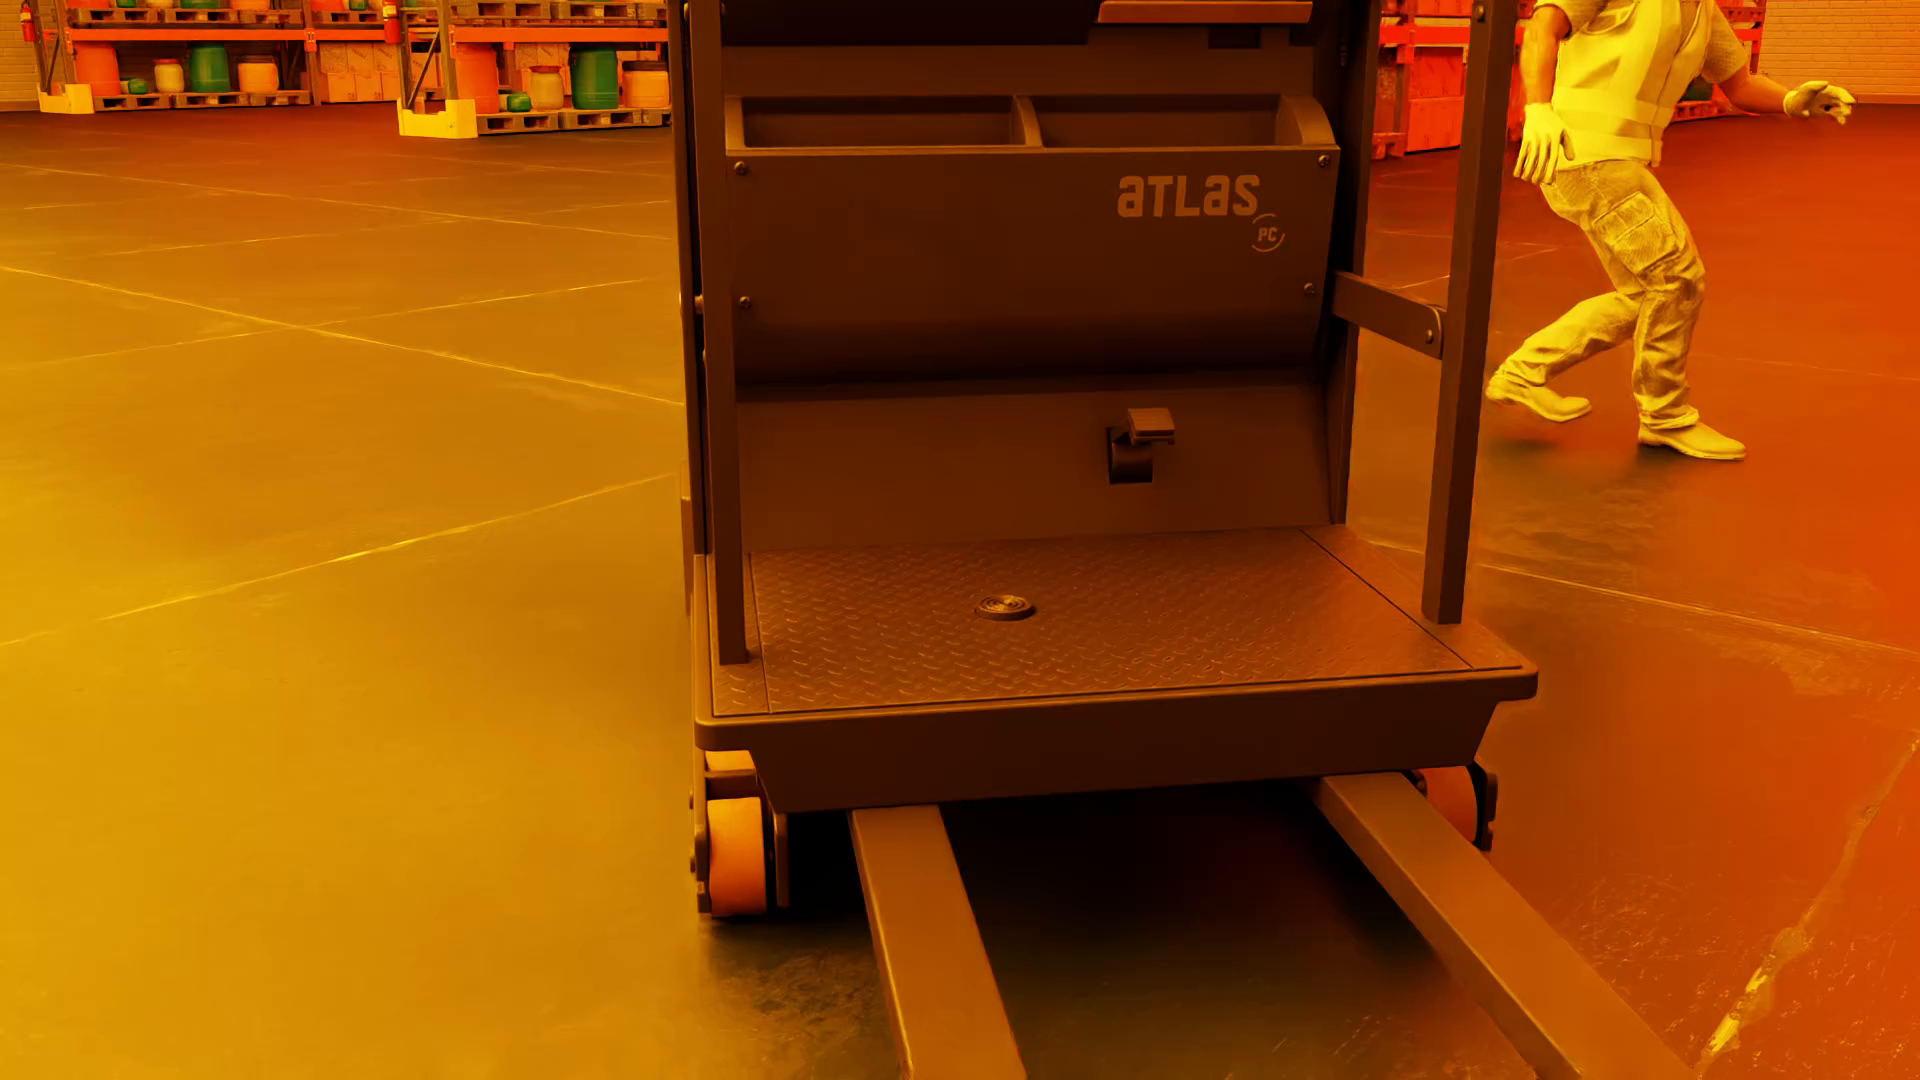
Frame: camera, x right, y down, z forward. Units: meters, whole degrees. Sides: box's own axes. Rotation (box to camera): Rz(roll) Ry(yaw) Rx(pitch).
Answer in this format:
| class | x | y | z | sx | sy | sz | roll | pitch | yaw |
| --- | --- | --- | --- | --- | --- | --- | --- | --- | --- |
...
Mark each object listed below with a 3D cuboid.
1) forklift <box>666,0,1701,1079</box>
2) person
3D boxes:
| class | x | y | z | sx | sy | sz | roll | pitch | yaw |
| --- | --- | --- | --- | --- | --- | --- | --- | --- | --- |
| forklift | 0.145 | -1.001 | 2.193 | 1.130 | 2.935 | 3.031 | -3 | 17 | -9 |
| person | 1.899 | -1.027 | 4.525 | 0.863 | 1.642 | 0.905 | 13 | 21 | 37 |
